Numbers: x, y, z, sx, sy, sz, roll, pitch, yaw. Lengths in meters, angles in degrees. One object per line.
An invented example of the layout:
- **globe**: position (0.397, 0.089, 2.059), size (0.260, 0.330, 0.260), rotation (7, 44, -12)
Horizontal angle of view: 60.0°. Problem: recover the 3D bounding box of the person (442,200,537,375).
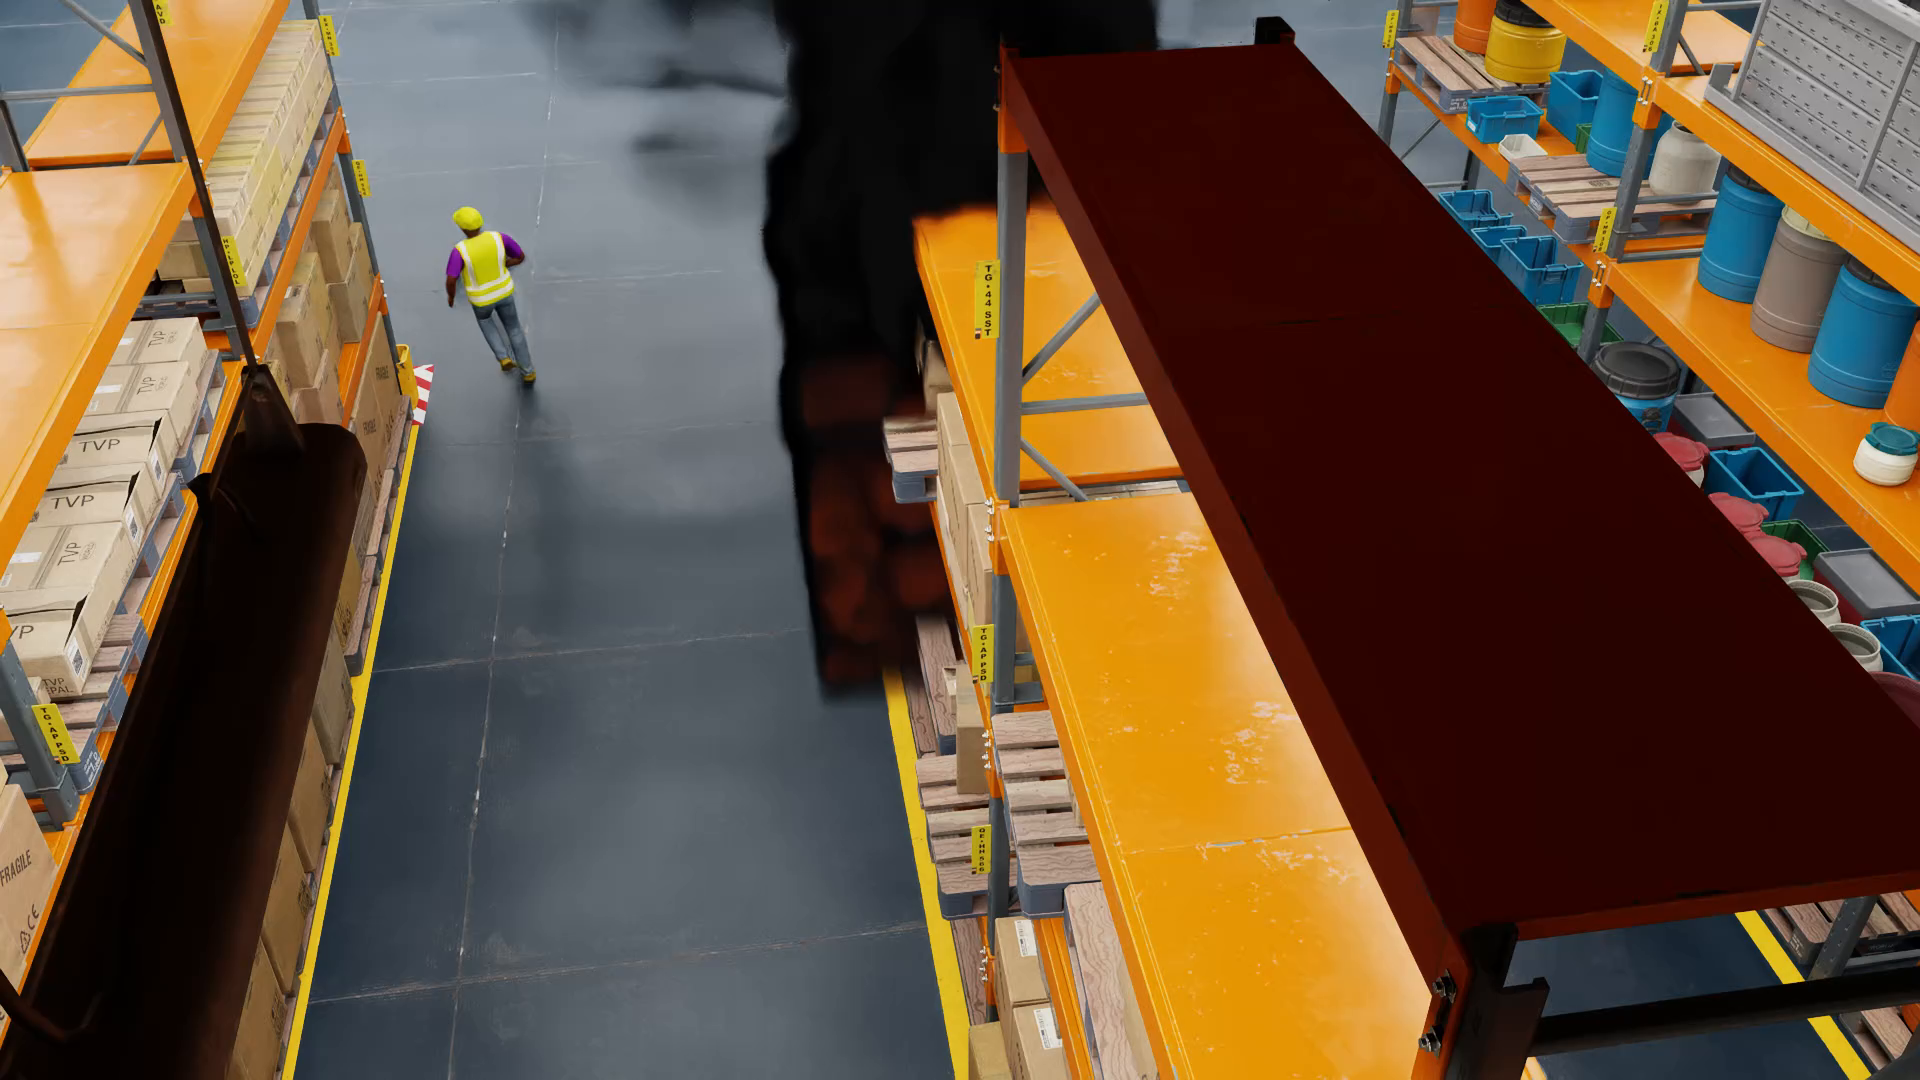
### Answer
- **person**: position (-4.314, -2.248, 15.052), size (0.770, 1.797, 0.652), rotation (-21, 41, -26)
